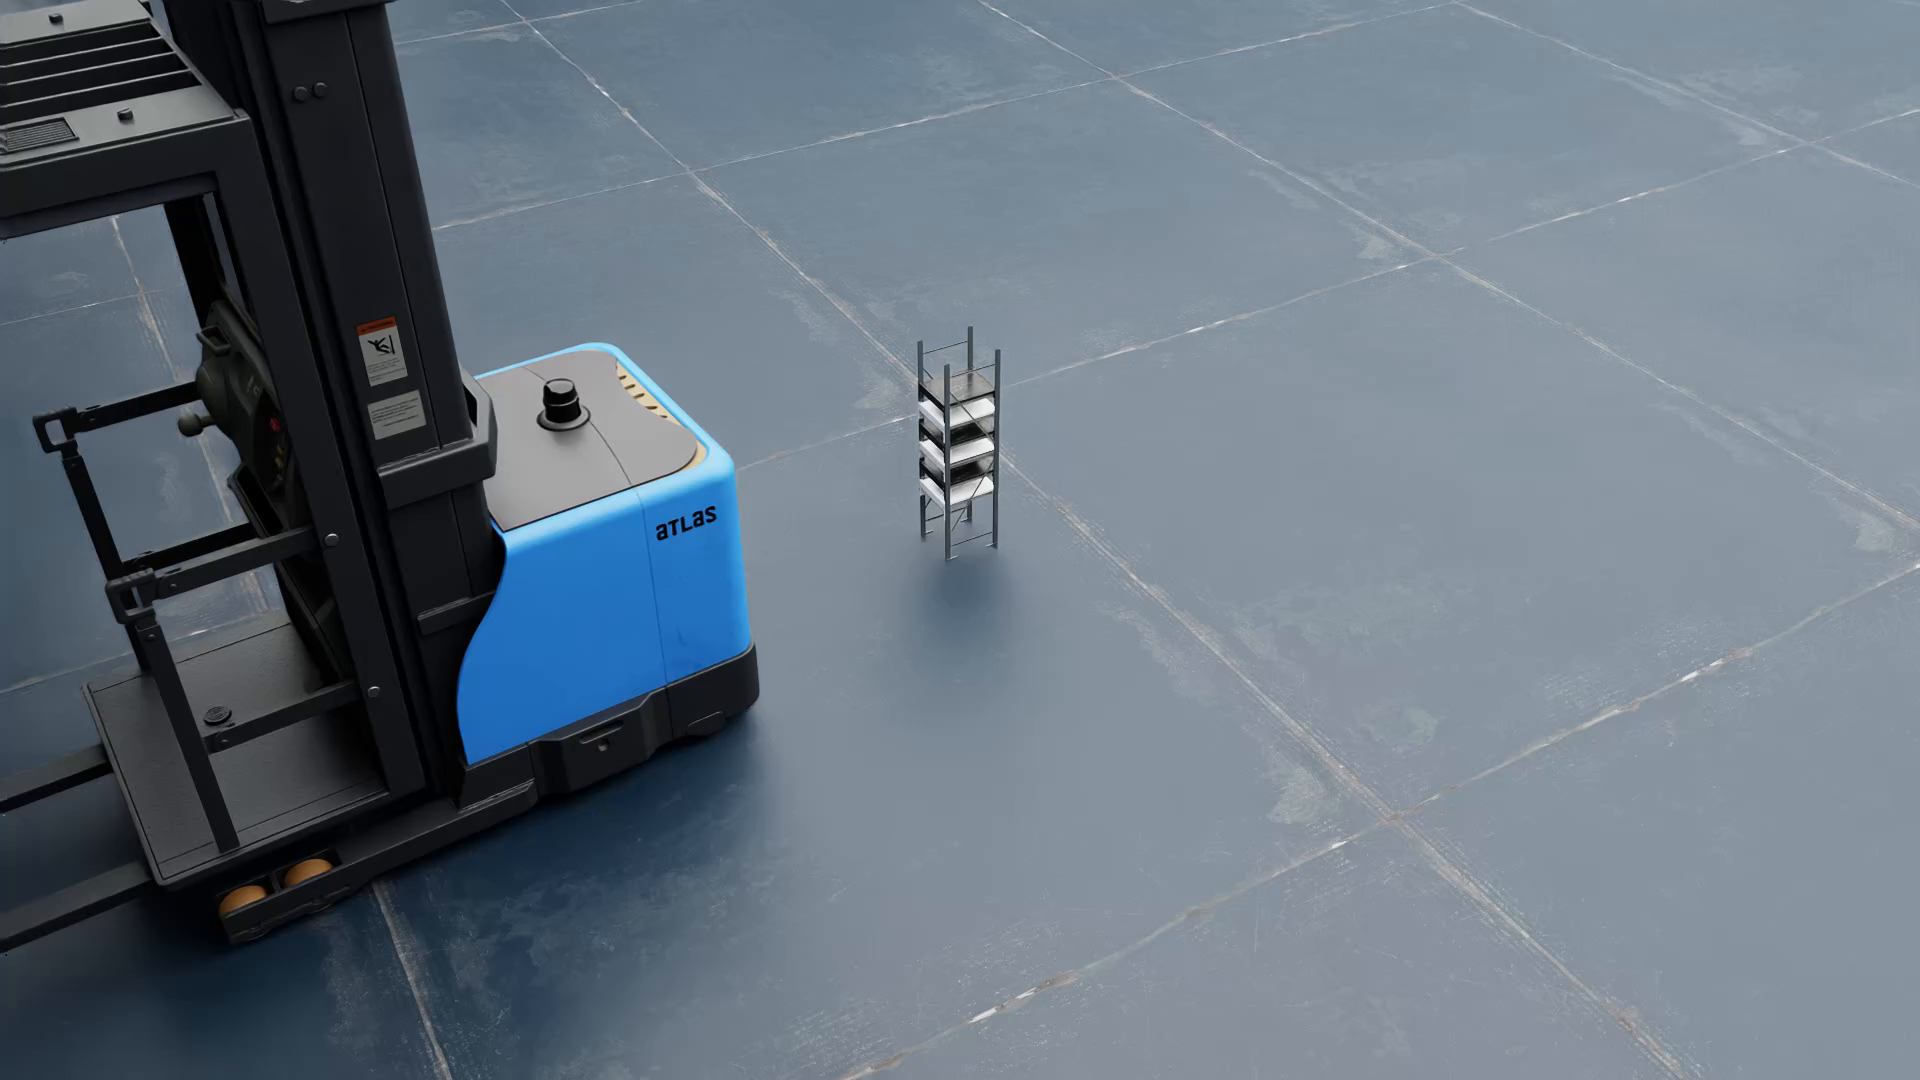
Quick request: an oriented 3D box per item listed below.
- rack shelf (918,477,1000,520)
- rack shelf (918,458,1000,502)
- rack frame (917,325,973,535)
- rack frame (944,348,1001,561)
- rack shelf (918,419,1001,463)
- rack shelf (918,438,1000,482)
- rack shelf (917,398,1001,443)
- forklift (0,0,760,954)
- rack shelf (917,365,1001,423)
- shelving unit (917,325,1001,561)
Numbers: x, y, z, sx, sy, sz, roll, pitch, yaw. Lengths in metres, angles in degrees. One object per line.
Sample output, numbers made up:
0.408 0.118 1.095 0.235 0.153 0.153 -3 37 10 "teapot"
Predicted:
-0.004 -0.195 6.616 0.258 0.077 0.200 -19 40 -24 "rack shelf"
-0.004 -0.268 6.563 0.258 0.077 0.200 -19 40 -24 "rack shelf"
-0.055 -0.419 6.561 0.240 0.900 0.006 -19 40 -24 "rack frame"
0.047 -0.316 6.419 0.240 0.900 0.006 -19 40 -24 "rack frame"
-0.004 -0.413 6.457 0.258 0.077 0.200 -19 40 -24 "rack shelf"
-0.004 -0.341 6.510 0.258 0.077 0.200 -19 40 -24 "rack shelf"
-0.004 -0.486 6.404 0.258 0.077 0.200 -19 40 -24 "rack shelf"
-2.214 -0.319 4.701 3.031 2.935 1.130 -22 41 -27 "forklift"
-0.004 -0.559 6.351 0.258 0.077 0.200 -19 40 -24 "rack shelf"
-0.004 -0.368 6.490 0.258 0.900 0.210 -19 40 -24 "shelving unit"
